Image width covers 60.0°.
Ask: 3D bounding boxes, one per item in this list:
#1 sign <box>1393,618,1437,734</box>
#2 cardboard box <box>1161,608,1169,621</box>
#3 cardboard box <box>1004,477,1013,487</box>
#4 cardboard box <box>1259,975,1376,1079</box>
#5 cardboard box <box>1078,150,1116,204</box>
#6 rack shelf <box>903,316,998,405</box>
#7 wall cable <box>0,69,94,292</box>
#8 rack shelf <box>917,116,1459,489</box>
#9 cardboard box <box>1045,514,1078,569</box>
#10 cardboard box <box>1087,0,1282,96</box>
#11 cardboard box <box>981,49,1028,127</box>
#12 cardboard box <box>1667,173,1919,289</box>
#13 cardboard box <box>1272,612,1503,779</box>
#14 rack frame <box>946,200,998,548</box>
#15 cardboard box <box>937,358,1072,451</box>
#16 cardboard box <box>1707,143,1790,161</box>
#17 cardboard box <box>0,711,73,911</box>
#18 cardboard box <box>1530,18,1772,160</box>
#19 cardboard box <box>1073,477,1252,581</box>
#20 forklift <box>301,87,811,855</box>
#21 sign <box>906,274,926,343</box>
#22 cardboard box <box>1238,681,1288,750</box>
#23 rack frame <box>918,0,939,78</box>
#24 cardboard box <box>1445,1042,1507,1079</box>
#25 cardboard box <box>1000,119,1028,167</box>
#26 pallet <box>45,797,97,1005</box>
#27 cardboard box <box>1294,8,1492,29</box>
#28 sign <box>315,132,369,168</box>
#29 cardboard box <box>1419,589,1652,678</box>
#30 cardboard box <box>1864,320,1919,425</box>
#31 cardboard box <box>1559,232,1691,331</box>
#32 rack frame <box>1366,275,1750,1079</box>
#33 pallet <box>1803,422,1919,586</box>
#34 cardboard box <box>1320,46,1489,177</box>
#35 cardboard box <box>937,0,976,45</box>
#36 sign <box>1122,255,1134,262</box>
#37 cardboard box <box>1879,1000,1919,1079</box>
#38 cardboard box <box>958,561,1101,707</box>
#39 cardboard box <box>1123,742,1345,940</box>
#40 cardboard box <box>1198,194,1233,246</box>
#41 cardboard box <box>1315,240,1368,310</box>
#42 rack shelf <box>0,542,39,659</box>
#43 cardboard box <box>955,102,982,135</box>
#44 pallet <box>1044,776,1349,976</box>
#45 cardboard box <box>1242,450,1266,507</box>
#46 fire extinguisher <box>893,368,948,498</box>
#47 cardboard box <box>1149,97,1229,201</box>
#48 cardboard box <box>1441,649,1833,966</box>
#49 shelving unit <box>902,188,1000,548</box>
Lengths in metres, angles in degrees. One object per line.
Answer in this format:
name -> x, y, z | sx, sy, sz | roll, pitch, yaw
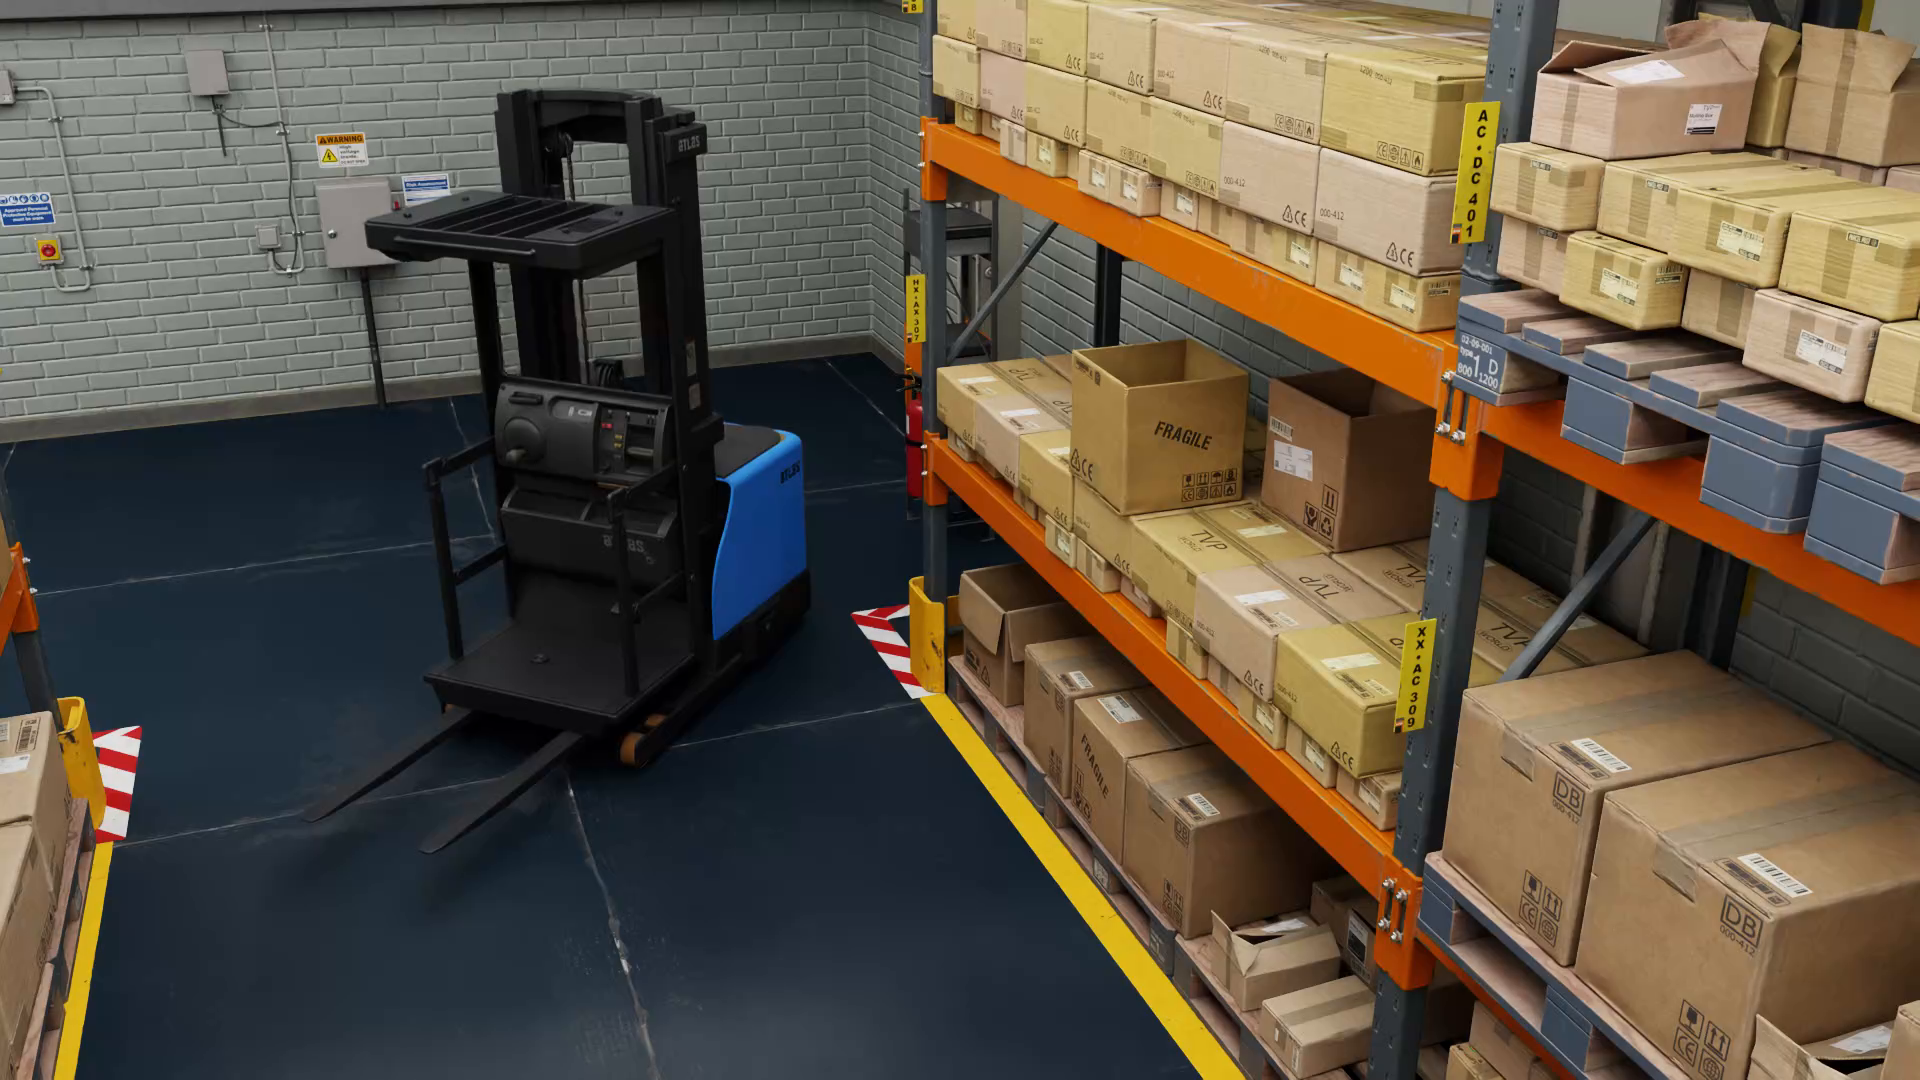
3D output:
sign -> 1.210, 0.362, 4.413 | 0.100, 0.325, 0.005 | -8, 24, -19
cardboard box -> 0.969, 0.239, 6.145 | 0.380, 0.149, 0.250 | -8, 24, -18
cardboard box -> 0.420, -0.320, 7.470 | 0.380, 0.149, 0.250 | -9, 24, -20
cardboard box -> 1.244, 1.642, 5.622 | 0.380, 0.149, 0.250 | -9, 25, -21
cardboard box -> 0.648, -1.318, 5.976 | 0.380, 0.149, 0.250 | -8, 24, -19
rack shelf -> -0.059, -1.015, 9.990 | 0.431, 0.518, 0.480 | -8, 24, -19
wall cable -> -6.354, -2.615, 11.244 | 0.585, 1.953, 0.123 | -8, 24, -19
rack shelf -> 1.009, -1.093, 6.046 | 1.077, 0.370, 4.000 | -8, 24, -19
cardboard box -> 0.570, -0.022, 6.762 | 0.380, 0.149, 0.250 | -9, 24, -20
cardboard box -> 0.766, -1.702, 5.731 | 0.500, 0.250, 0.500 | -8, 24, -18
cardboard box -> 0.402, -1.839, 6.699 | 0.500, 0.250, 0.500 | -8, 24, -18
cardboard box -> 1.621, -0.605, 3.233 | 0.380, 0.149, 0.250 | -9, 24, -20
cardboard box -> 1.307, 0.465, 5.096 | 0.500, 0.250, 0.500 | -8, 24, -18
rack frame -> 0.028, -0.939, 9.775 | 0.400, 2.100, 0.015 | -8, 24, -19
cardboard box -> 0.210, -0.635, 7.706 | 0.500, 0.250, 0.500 | -8, 24, -19
cardboard box -> 1.930, -0.866, 3.852 | 0.380, 0.149, 0.250 | -9, 24, -20
cardboard box -> -4.013, 1.126, 6.474 | 0.875, 0.438, 0.875 | -9, 25, -21
cardboard box -> 1.495, -0.993, 3.618 | 0.396, 0.266, 0.258 | -9, 24, -20
cardboard box -> 0.771, -0.086, 6.401 | 0.500, 0.250, 0.500 | -9, 24, -20
forklift -> -1.857, -0.477, 7.607 | 1.130, 2.935, 3.031 | 9, 25, 21
sign -> -0.205, -1.094, 7.868 | 0.100, 0.325, 0.005 | -8, 24, -19
cardboard box -> 1.140, 0.536, 5.440 | 0.380, 0.149, 0.250 | -8, 24, -18
rack frame -> 0.302, -3.534, 7.048 | 1.000, 3.000, 0.127 | -8, 24, -19
cardboard box -> 1.593, 1.510, 4.647 | 0.380, 0.149, 0.250 | -7, 24, -16
cardboard box -> 0.381, -1.596, 6.636 | 0.380, 0.149, 0.250 | -8, 24, -18
pallet -> -3.984, 1.478, 6.472 | 1.003, 0.211, 1.213 | -8, 24, -19
cardboard box -> 1.429, -1.586, 5.455 | 0.500, 0.250, 0.500 | -9, 24, -20
sign -> -4.462, -2.816, 12.006 | 0.339, 0.242, 0.001 | -8, 24, -19
cardboard box -> 1.793, 0.399, 5.251 | 0.500, 0.250, 0.500 | -9, 24, -20
cardboard box -> 1.812, -0.288, 2.863 | 0.380, 0.149, 0.250 | -9, 24, -20
cardboard box -> 1.508, -0.560, 3.509 | 0.380, 0.149, 0.250 | -8, 24, -18
rack frame -> 1.715, 0.684, 4.765 | 1.000, 3.000, 0.127 | -8, 24, -19
pallet -> 2.249, 0.011, 2.741 | 1.213, 0.211, 1.003 | -8, 24, -19
cardboard box -> 1.312, -1.147, 4.413 | 0.500, 0.250, 0.500 | -8, 24, -19
cardboard box -> 0.224, -2.254, 7.041 | 0.500, 0.250, 0.500 | -9, 24, -20
sign -> 0.828, -1.517, 8.090 | 0.100, 0.325, 0.005 | -8, 24, -19
cardboard box -> 2.137, 1.124, 3.051 | 0.700, 0.500, 0.500 | -8, 24, -19
cardboard box -> 0.430, 0.423, 8.058 | 0.797, 0.503, 0.637 | -9, 25, -21
cardboard box -> 1.062, 1.117, 6.414 | 0.700, 0.500, 0.500 | -9, 25, -21
cardboard box -> 0.992, -1.052, 5.344 | 0.380, 0.149, 0.250 | -8, 24, -17
cardboard box -> 1.228, -0.762, 4.657 | 0.380, 0.149, 0.250 | -8, 24, -19
rack shelf -> -3.634, 0.971, 5.010 | 1.077, 0.370, 4.000 | -8, 24, -19
cardboard box -> 0.197, -1.888, 7.329 | 0.380, 0.149, 0.250 | -8, 24, -18
pallet -> 1.039, 1.276, 6.952 | 1.003, 0.211, 1.213 | -8, 24, -19
cardboard box -> 1.249, -0.148, 6.550 | 0.500, 0.250, 0.500 | -8, 24, -19
fire extinguisher -> -0.182, -0.552, 8.277 | 0.296, 0.674, 0.183 | -8, 24, -19
cardboard box -> 0.947, -1.282, 5.378 | 0.500, 0.250, 0.500 | -8, 24, -18
cardboard box -> 1.677, 0.651, 4.174 | 0.700, 0.500, 0.500 | -8, 24, -18
shelving unit -> -0.059, -1.028, 9.985 | 0.431, 2.100, 0.503 | -8, 24, -19
